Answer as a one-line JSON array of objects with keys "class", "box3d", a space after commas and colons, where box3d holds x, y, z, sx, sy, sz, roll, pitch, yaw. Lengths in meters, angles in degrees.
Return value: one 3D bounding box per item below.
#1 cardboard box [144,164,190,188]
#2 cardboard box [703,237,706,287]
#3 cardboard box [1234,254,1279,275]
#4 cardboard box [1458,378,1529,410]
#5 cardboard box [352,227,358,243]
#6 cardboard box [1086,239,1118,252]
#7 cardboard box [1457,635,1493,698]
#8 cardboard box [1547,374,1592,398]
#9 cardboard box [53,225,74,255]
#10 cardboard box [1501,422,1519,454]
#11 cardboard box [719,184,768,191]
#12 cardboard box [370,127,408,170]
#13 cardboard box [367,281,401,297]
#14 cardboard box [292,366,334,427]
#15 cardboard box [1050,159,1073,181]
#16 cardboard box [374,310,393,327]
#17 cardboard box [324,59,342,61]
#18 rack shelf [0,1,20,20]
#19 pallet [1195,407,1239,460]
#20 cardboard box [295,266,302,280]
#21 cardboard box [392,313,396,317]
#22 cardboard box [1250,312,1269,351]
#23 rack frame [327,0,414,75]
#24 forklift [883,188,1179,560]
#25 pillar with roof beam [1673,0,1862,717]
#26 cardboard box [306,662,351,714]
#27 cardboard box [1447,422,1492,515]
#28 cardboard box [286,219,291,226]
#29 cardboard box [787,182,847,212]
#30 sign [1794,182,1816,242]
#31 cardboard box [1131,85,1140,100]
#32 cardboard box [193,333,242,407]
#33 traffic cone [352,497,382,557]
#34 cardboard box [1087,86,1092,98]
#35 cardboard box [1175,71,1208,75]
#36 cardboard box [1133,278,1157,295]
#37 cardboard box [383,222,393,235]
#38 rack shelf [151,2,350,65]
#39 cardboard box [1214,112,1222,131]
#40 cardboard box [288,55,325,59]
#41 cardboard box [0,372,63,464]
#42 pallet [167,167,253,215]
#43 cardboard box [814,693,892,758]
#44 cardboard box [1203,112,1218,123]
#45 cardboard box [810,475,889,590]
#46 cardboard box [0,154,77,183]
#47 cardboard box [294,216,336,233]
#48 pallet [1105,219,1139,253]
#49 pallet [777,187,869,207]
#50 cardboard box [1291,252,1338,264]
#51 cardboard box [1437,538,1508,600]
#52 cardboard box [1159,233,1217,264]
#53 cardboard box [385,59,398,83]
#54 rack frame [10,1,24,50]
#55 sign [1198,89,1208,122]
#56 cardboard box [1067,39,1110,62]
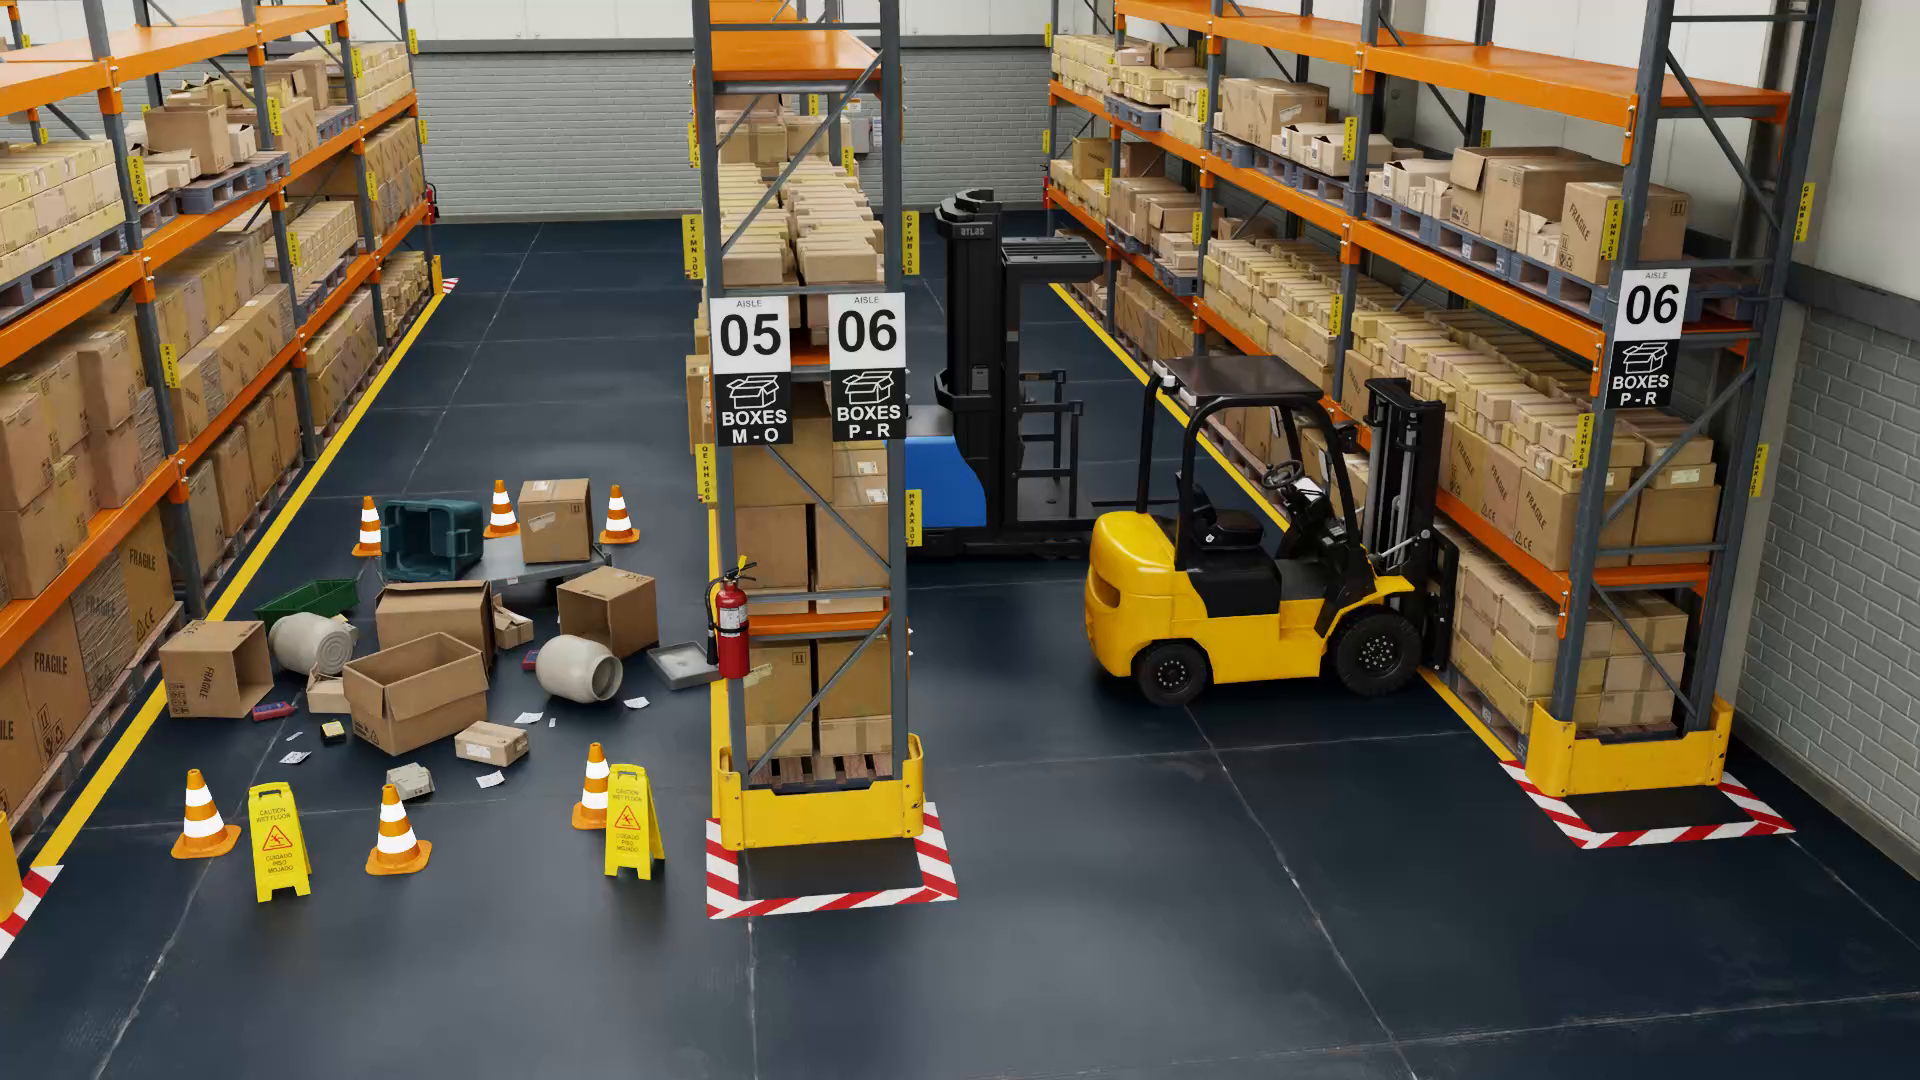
[{"class": "cardboard box", "box3d": [-6.202, -2.815, 12.869, 0.380, 0.149, 0.250, -3, 21, -8]}, {"class": "cardboard box", "box3d": [-1.288, -1.677, 9.995, 0.500, 0.250, 0.500, -2, 21, -6]}, {"class": "cardboard box", "box3d": [2.868, -2.663, 16.062, 0.380, 0.149, 0.250, -3, 21, -7]}, {"class": "cardboard box", "box3d": [3.571, -0.977, 11.125, 0.380, 0.149, 0.250, -3, 21, -7]}, {"class": "cardboard box", "box3d": [-7.157, -3.507, 19.152, 0.380, 0.149, 0.250, -3, 21, -9]}, {"class": "cardboard box", "box3d": [1.887, -3.988, 23.653, 0.700, 0.500, 0.500, -2, 21, -6]}, {"class": "cardboard box", "box3d": [3.672, 0.835, 11.098, 0.500, 0.250, 0.500, -3, 21, -8]}, {"class": "cardboard box", "box3d": [4.197, -1.009, 11.211, 0.380, 0.149, 0.250, -3, 21, -9]}, {"class": "cardboard box", "box3d": [-5.742, -1.855, 10.299, 0.380, 0.149, 0.250, -3, 21, -7]}, {"class": "cardboard box", "box3d": [3.720, -0.660, 10.700, 0.380, 0.149, 0.250, -3, 21, -8]}, {"class": "cardboard box", "box3d": [-1.458, -2.250, 10.959, 0.380, 0.149, 0.250, -4, 21, -10]}, {"class": "cardboard box", "box3d": [-7.518, -5.094, 21.645, 0.500, 0.500, 0.500, -2, 21, -5]}, {"class": "cardboard box", "box3d": [-7.337, -3.190, 21.168, 0.380, 0.149, 0.250, -2, 21, -7]}, {"class": "cardboard box", "box3d": [-6.683, -1.454, 16.869, 0.500, 0.500, 0.500, -4, 21, -10]}, {"class": "cardboard box", "box3d": [1.607, -5.375, 24.184, 0.500, 0.250, 0.500, -3, 21, -7]}, {"class": "cardboard box", "box3d": [-7.146, -2.698, 20.276, 0.380, 0.149, 0.250, -2, 21, -5]}, {"class": "cardboard box", "box3d": [-7.311, -5.604, 19.651, 0.380, 0.149, 0.250, -3, 21, -8]}, {"class": "rack shelf", "box3d": [-12.621, -6.319, 19.947, 1.077, 0.370, 4.000, -3, 21, -8]}, {"class": "pallet", "box3d": [3.041, -1.114, 16.970, 1.003, 0.211, 1.213, -3, 21, -8]}, {"class": "cardboard box", "box3d": [-6.746, -2.660, 16.460, 0.380, 0.149, 0.250, -2, 21, -5]}, {"class": "cardboard box", "box3d": [-7.271, -2.735, 20.799, 0.380, 0.149, 0.250, -3, 21, -8]}, {"class": "cardboard box", "box3d": [3.005, -1.939, 15.408, 0.500, 0.250, 0.500, -2, 21, -6]}, {"class": "rack frame", "box3d": [-7.987, -7.751, 22.181, 1.000, 3.000, 0.127, -3, 21, -8]}, {"class": "forklift", "box3d": [0.628, -1.391, 13.824, 3.031, 2.935, 1.130, -2, 21, -4]}, {"class": "pillar with roof beam", "box3d": [0.646, -2.817, 8.971, 9.100, 9.000, 0.400, -3, 21, -8]}, {"class": "cardboard box", "box3d": [-4.187, 0.997, 11.241, 0.396, 0.266, 0.258, 1, 20, 2]}, {"class": "cardboard box", "box3d": [3.644, -0.499, 11.195, 0.500, 0.500, 0.500, -3, 21, -9]}, {"class": "cardboard box", "box3d": [-7.770, -3.525, 18.774, 0.380, 0.149, 0.250, -3, 21, -9]}, {"class": "cardboard box", "box3d": [-0.946, -2.273, 11.021, 0.380, 0.149, 0.250, -3, 21, -9]}, {"class": "sign", "box3d": [4.664, -1.815, 9.213, 0.100, 0.325, 0.005, -3, 21, -8]}, {"class": "cardboard box", "box3d": [2.184, -5.146, 19.110, 0.380, 0.149, 0.250, -3, 21, -8]}, {"class": "cardboard box", "box3d": [-6.210, -1.376, 13.545, 0.500, 0.500, 0.500, -3, 21, -8]}, {"class": "traffic cone", "box3d": [-4.956, -0.138, 13.998, 0.336, 0.463, 0.334, -3, 21, -8]}, {"class": "cardboard box", "box3d": [1.895, -5.934, 21.962, 0.380, 0.149, 0.250, -3, 21, -7]}, {"class": "cardboard box", "box3d": [2.688, -5.307, 19.117, 0.380, 0.149, 0.250, -4, 21, -9]}, {"class": "cardboard box", "box3d": [2.338, -3.104, 20.358, 0.380, 0.149, 0.250, -4, 21, -11]}, {"class": "cardboard box", "box3d": [-7.334, -3.913, 20.839, 0.380, 0.149, 0.250, -3, 21, -7]}, {"class": "rack shelf", "box3d": [-7.122, -5.149, 16.815, 1.077, 0.370, 4.000, -3, 21, -8]}, {"class": "cardboard box", "box3d": [2.711, -4.110, 16.312, 0.380, 0.166, 0.250, -3, 21, -8]}, {"class": "cardboard box", "box3d": [-7.884, -5.767, 20.086, 0.380, 0.149, 0.250, -4, 21, -10]}, {"class": "cardboard box", "box3d": [-6.018, -0.671, 10.042, 0.875, 0.550, 0.500, -3, 21, -8]}, {"class": "pallet", "box3d": [-6.524, -2.880, 13.697, 1.003, 0.211, 1.213, -2, 21, -5]}, {"class": "cardboard box", "box3d": [-0.640, 1.113, 10.354, 0.500, 0.250, 0.500, -3, 21, -8]}, {"class": "cardboard box", "box3d": [2.672, -4.339, 16.979, 0.380, 0.149, 0.250, -2, 21, -7]}, {"class": "cardboard box", "box3d": [-0.591, -0.050, 9.568, 0.500, 0.500, 0.500, -3, 21, -9]}, {"class": "cardboard box", "box3d": [-5.781, -2.319, 10.401, 0.380, 0.149, 0.250, -3, 21, -7]}, {"class": "cardboard box", "box3d": [-7.015, -3.425, 18.083, 0.380, 0.149, 0.250, -4, 21, -10]}, {"class": "pallet", "box3d": [2.392, -3.720, 20.237, 1.003, 0.211, 1.213, -3, 21, -8]}, {"class": "pallet", "box3d": [-1.357, -2.607, 12.964, 1.213, 0.211, 1.003, -3, 21, -8]}, {"class": "cardboard box", "box3d": [3.438, -2.696, 16.152, 0.380, 0.149, 0.250, -3, 21, -9]}, {"class": "cardboard box", "box3d": [3.577, 0.191, 11.391, 0.500, 0.250, 0.500, -3, 21, -7]}, {"class": "cardboard box", "box3d": [2.489, -3.182, 18.138, 0.500, 0.250, 0.500, -4, 21, -10]}, {"class": "cardboard box", "box3d": [-7.523, -6.008, 21.303, 0.500, 0.250, 0.500, -3, 21, -7]}, {"class": "rack frame", "box3d": [-12.910, -7.536, 21.605, 1.000, 3.000, 0.127, -3, 21, -8]}, {"class": "sign", "box3d": [2.424, -4.328, 16.564, 0.100, 0.325, 0.005, -3, 21, -8]}, {"class": "cardboard box", "box3d": [1.764, -6.669, 22.646, 0.500, 0.250, 0.500, -3, 21, -9]}]
